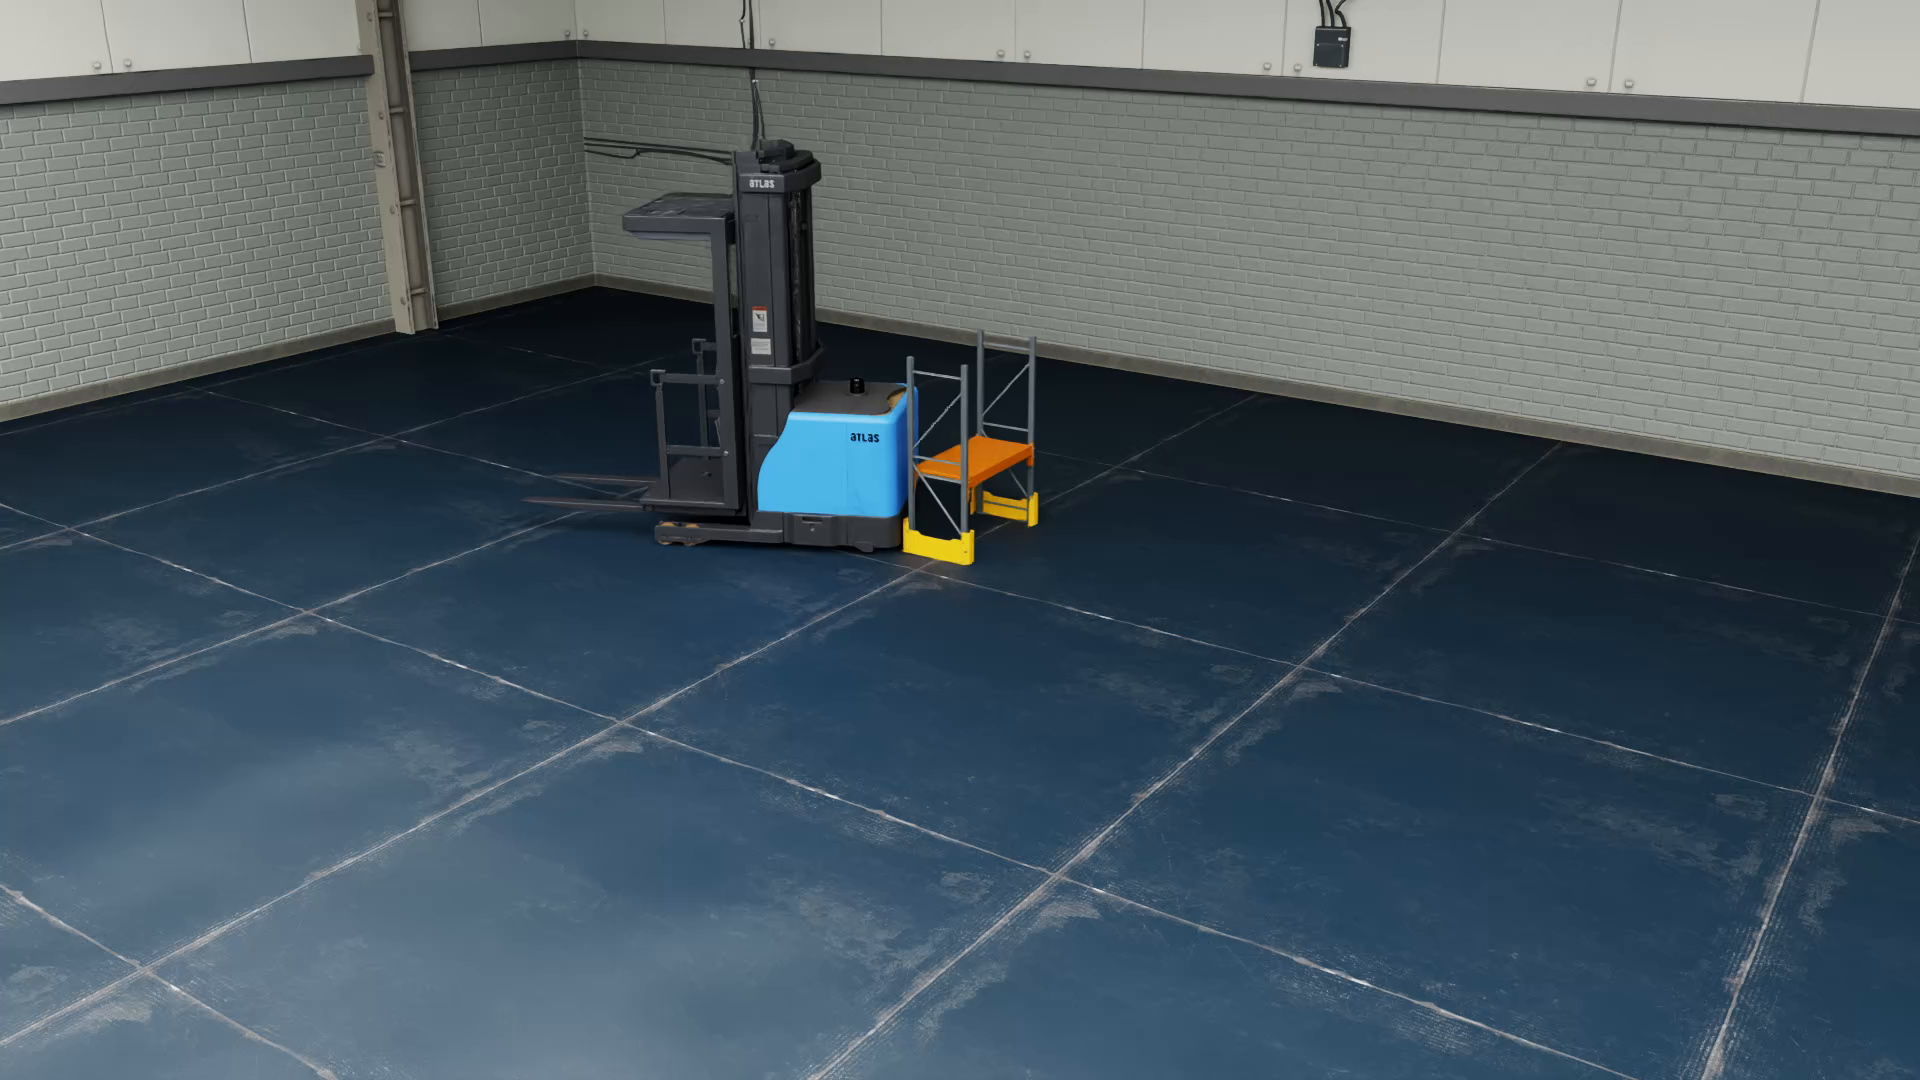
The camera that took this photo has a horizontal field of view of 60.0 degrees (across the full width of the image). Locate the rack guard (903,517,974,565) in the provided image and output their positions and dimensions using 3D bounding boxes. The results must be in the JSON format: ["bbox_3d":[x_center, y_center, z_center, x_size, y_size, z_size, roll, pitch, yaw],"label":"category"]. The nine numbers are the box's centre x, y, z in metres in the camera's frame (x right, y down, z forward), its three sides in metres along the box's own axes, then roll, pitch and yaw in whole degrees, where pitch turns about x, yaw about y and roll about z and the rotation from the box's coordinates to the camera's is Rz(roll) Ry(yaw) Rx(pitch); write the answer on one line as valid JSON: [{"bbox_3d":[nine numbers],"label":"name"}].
[{"bbox_3d":[-0.163,0.008,12.384,0.587,0.250,0.087,12,23,29],"label":"rack guard"}]

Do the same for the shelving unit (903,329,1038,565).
[{"bbox_3d":[0.092,-0.727,12.568,0.587,1.500,1.083,12,23,29],"label":"shelving unit"}]

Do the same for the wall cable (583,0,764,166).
[{"bbox_3d":[-3.591,-5.810,19.976,3.097,2.526,0.112,13,24,32],"label":"wall cable"}]

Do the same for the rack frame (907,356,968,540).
[{"bbox_3d":[-0.164,-0.578,12.166,0.500,1.500,0.032,12,23,29],"label":"rack frame"}]

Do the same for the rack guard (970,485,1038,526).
[{"bbox_3d":[0.347,-0.289,13.187,0.587,0.250,0.087,12,23,29],"label":"rack guard"}]

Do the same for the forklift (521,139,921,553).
[{"bbox_3d":[-1.877,-1.505,12.608,3.031,2.935,1.130,3,21,9],"label":"forklift"}]

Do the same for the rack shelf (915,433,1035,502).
[{"bbox_3d":[0.096,-0.561,12.638,0.538,0.185,1.000,12,23,29],"label":"rack shelf"}]

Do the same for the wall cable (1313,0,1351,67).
[{"bbox_3d":[4.251,-7.005,13.829,2.305,6.003,0.169,13,24,32],"label":"wall cable"}]

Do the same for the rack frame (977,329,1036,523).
[{"bbox_3d":[0.356,-0.881,12.985,0.500,1.500,0.032,12,23,29],"label":"rack frame"}]

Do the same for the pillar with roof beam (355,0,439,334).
[{"bbox_3d":[-2.781,-5.839,15.579,9.100,9.000,0.400,13,24,32],"label":"pillar with roof beam"}]
